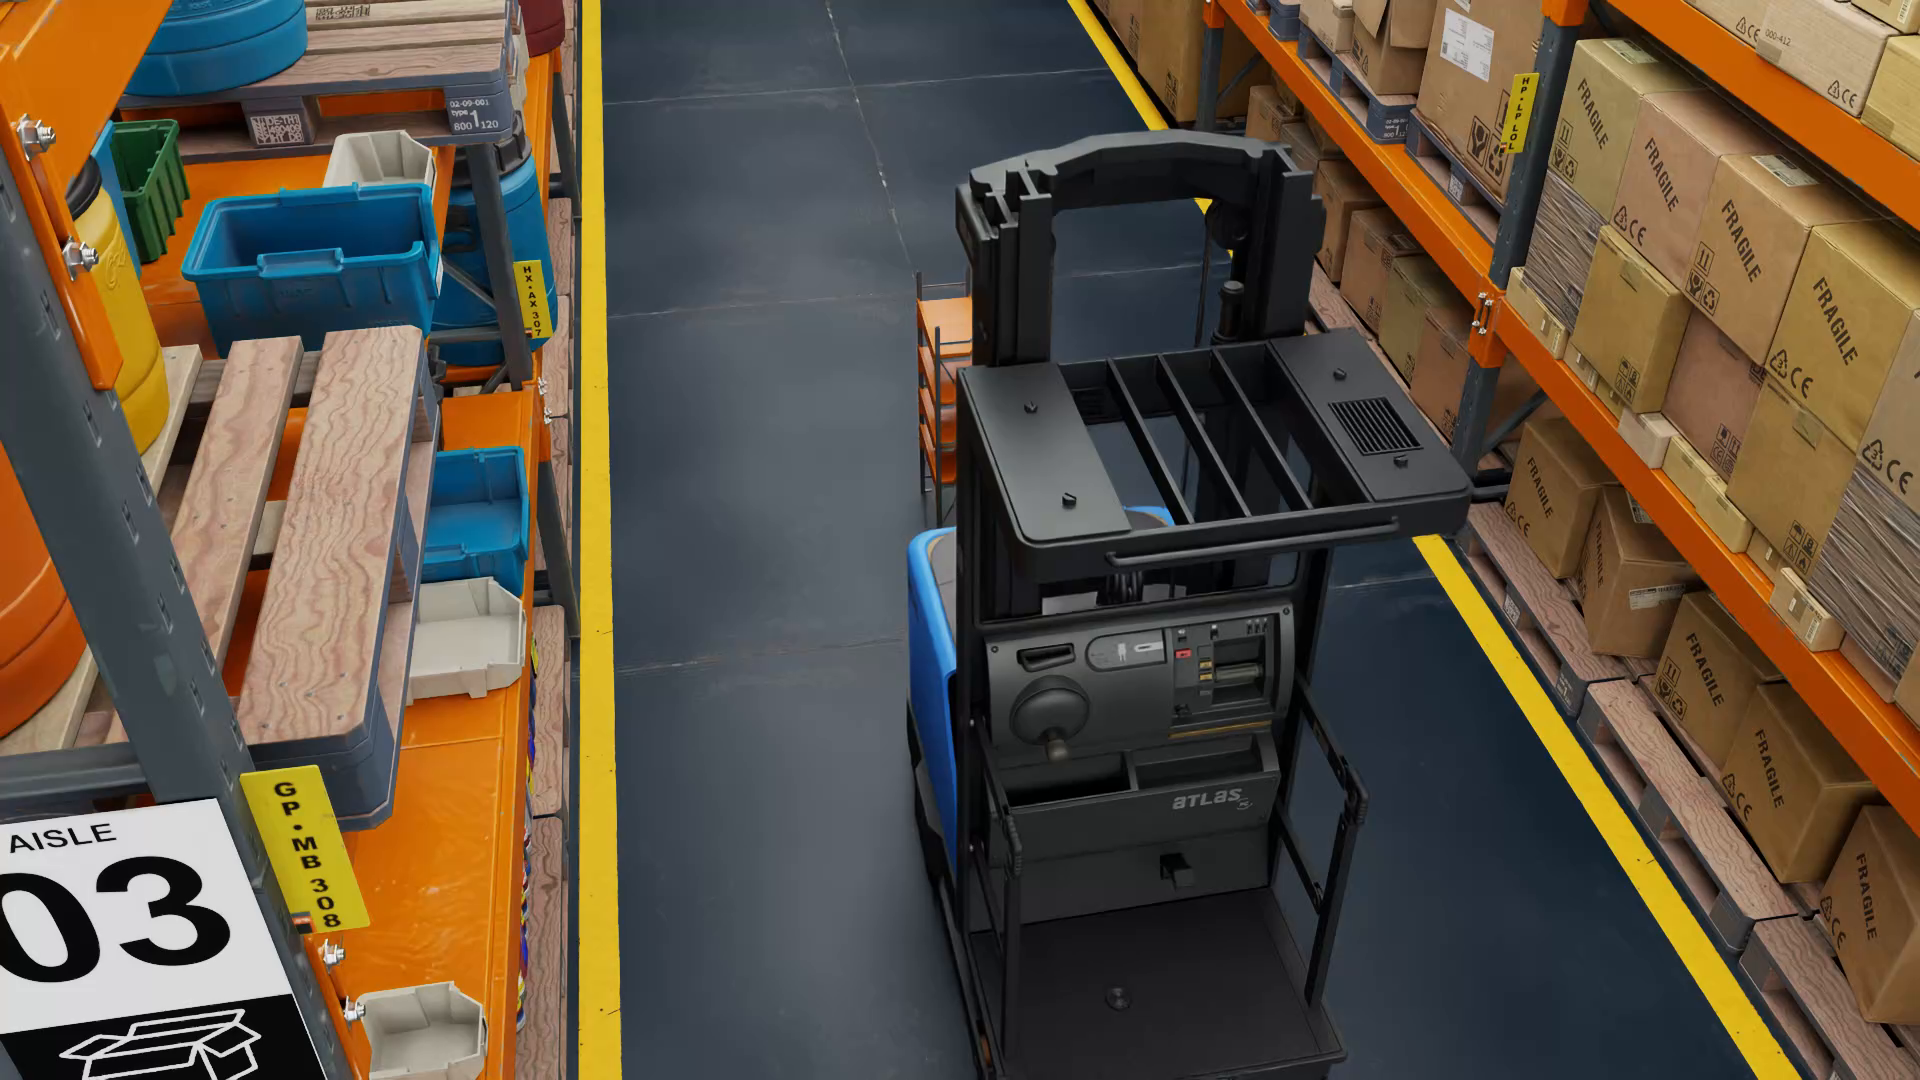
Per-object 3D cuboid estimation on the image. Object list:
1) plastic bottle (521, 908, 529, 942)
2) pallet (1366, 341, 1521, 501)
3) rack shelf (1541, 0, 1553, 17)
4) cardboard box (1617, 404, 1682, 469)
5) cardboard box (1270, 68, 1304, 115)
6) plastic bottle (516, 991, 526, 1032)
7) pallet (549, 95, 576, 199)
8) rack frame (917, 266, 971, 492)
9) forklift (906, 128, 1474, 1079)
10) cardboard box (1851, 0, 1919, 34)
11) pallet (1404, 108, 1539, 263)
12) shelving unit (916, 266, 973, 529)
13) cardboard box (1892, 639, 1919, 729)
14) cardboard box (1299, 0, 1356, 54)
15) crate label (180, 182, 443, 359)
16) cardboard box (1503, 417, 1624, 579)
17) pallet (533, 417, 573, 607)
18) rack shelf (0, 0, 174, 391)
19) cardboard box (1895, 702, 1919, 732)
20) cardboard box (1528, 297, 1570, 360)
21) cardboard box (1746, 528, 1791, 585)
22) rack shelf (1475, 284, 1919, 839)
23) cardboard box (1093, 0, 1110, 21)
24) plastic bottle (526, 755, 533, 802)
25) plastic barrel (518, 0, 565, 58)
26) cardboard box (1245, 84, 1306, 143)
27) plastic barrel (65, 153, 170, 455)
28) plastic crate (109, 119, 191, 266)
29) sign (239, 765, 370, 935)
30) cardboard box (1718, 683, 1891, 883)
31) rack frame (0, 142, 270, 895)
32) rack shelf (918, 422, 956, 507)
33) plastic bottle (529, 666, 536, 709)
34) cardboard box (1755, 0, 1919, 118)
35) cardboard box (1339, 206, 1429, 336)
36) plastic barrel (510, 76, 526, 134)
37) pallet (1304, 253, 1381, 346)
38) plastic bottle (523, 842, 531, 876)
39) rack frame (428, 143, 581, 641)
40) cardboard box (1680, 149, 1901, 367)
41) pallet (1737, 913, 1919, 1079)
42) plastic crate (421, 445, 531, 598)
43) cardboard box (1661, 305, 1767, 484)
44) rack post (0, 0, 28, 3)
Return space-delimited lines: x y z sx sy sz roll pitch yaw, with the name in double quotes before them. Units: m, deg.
"plastic bottle" -1.514 1.246 5.567 0.097 0.271 0.097 0 38 0
"pallet" 2.594 -0.640 8.402 1.003 0.211 1.213 -6 38 -8
"rack shelf" 2.381 -3.380 7.797 1.077 0.370 4.000 -6 38 -8
"cardboard box" 2.632 -0.404 6.030 0.380 0.149 0.250 -6 38 -8
"cardboard box" 2.178 -2.769 9.936 0.500 0.250 0.500 -5 38 -6
"plastic bottle" -1.454 1.453 5.301 0.097 0.271 0.097 0 38 0
"pallet" -3.025 -2.525 10.828 1.003 0.211 1.213 -6 38 -8
"rack frame" -0.072 -0.721 7.700 0.240 1.200 0.015 -6 38 -8
"forklift" 0.580 0.488 4.732 1.130 2.935 3.031 -7 38 -9
"cardboard box" 2.751 -1.541 4.641 0.380 0.149 0.250 -7 38 -9
"pallet" 2.741 -1.673 7.615 1.003 0.211 1.213 -6 38 -8
"shelving unit" -0.029 -0.574 7.511 0.258 1.200 0.503 -6 38 -8
"cardboard box" 3.158 0.364 4.513 0.875 0.500 0.500 -6 38 -8
"cardboard box" 2.098 -2.757 8.634 0.500 0.250 0.500 -7 38 -9
"crate label" -1.446 -0.614 3.772 0.502 0.251 0.408 -6 38 -8
"cardboard box" 2.763 -0.204 7.263 0.500 0.500 0.500 -7 38 -9
"pallet" -2.320 -0.108 7.716 1.003 0.211 1.213 -6 38 -8
"rack shelf" -1.794 -1.458 3.204 1.077 0.370 4.000 -6 38 -8
"cardboard box" 3.011 0.489 4.880 0.380 0.149 0.250 -6 38 -8
"cardboard box" 2.505 -0.857 6.614 0.380 0.149 0.250 -6 38 -8
"cardboard box" 2.838 0.041 5.457 0.380 0.149 0.250 -6 38 -8
"rack shelf" 3.083 0.221 5.607 1.077 0.370 4.000 -6 38 -8
"cardboard box" 1.619 -4.506 12.495 1.225 0.875 0.875 -7 38 -10
"plastic bottle" -1.657 0.803 6.072 0.144 0.351 0.185 -6 38 -8
"plastic barrel" -2.466 -2.961 9.005 0.600 0.536 0.708 -6 38 -8
"cardboard box" 2.168 -2.471 10.165 0.700 0.500 0.500 -8 39 -10
"plastic barrel" -1.768 -0.422 2.908 0.600 0.588 0.600 0 38 0
"plastic crate" -2.136 -0.857 4.136 0.336 0.188 0.450 -6 38 -8
"sign" -0.901 0.433 2.296 0.100 0.325 0.005 -6 38 -8
"cardboard box" 3.111 0.849 5.907 0.500 0.500 0.500 -3 38 -4
"rack frame" -1.443 -0.692 1.305 1.000 3.000 0.127 -6 38 -8
"rack shelf" -0.029 -0.364 7.674 0.258 0.148 0.480 -6 38 -8
"plastic bottle" -1.748 0.492 6.473 0.144 0.351 0.185 -7 38 -9
"cardboard box" 2.733 -1.477 4.883 0.500 0.250 0.500 -8 38 -10
"cardboard box" 2.482 -1.459 8.862 0.700 0.500 0.500 -9 39 -12
"plastic barrel" -2.300 -2.098 7.895 0.433 0.535 0.433 0 38 0
"pallet" 2.377 -1.379 9.352 1.003 0.211 1.213 -6 38 -8
"plastic bottle" -1.567 1.063 5.802 0.097 0.271 0.097 0 38 0
"rack frame" -2.144 -0.739 6.256 1.000 3.000 0.127 -6 38 -8
"cardboard box" 2.737 -0.920 5.350 0.500 0.500 0.500 -6 38 -8
"pallet" 3.312 1.706 5.383 1.003 0.211 1.213 -6 38 -8
"plastic crate" -1.683 -0.041 5.478 0.499 0.251 0.616 -6 38 -8
"cardboard box" 2.990 -0.553 5.693 0.875 0.500 0.500 -6 38 -8
"rack post" -1.450 -0.964 2.064 0.937 0.300 0.954 -2 38 -3
